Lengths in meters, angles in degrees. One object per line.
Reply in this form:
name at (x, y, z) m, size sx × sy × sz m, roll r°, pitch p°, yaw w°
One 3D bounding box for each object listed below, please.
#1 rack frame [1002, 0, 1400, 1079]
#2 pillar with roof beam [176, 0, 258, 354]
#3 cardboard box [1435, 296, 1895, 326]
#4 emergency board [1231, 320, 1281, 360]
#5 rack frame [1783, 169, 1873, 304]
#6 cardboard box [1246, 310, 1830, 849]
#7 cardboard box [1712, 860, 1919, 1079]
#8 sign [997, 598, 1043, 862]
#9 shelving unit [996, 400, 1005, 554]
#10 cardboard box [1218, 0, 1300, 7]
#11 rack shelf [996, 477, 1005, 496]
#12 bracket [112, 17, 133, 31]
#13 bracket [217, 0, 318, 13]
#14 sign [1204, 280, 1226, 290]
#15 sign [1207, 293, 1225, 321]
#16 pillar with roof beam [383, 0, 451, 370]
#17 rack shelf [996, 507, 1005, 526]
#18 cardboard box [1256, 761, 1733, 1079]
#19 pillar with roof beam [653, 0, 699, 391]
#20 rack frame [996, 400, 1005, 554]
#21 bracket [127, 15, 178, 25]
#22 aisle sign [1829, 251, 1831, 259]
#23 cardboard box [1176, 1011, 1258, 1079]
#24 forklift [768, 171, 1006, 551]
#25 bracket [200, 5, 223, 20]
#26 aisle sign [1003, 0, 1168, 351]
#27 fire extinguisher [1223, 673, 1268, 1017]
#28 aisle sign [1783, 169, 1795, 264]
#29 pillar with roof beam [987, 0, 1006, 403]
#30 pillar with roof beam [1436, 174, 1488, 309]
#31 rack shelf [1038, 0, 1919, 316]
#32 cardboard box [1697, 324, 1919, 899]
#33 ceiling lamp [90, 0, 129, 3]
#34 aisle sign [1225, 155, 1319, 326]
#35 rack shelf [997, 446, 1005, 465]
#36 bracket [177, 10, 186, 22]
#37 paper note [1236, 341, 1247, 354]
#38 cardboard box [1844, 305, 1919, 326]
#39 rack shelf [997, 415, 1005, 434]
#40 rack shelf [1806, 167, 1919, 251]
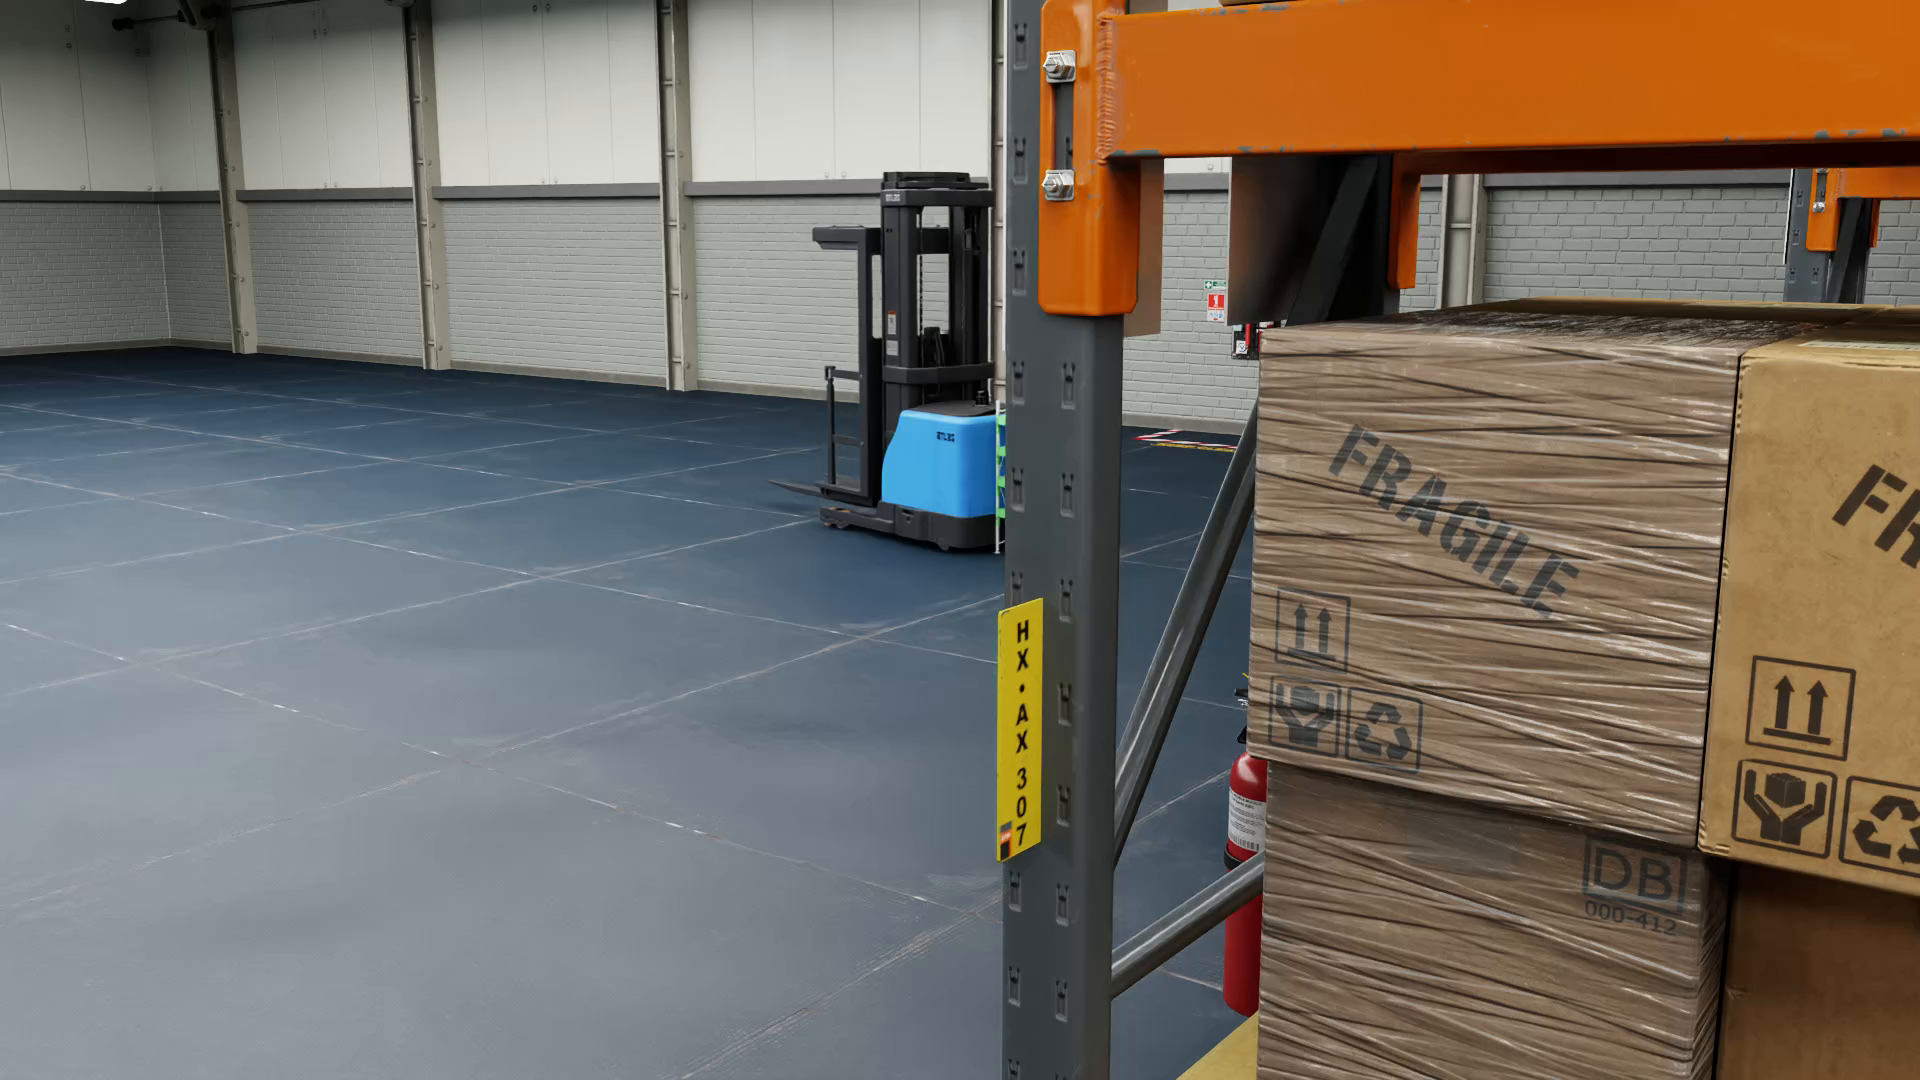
rack frame at (0.397, 0.583, 2.619) m, size 0.053 × 2.616 × 0.949 m, roll 8°, pitch 13°, yaw 36°
pillar with roof beam at (-16.457, -7.405, 28.116) m, size 0.548 × 9.000 × 9.100 m, roll 8°, pitch 13°, yaw 36°
cardboard box at (0.989, -0.080, 2.365) m, size 0.500 × 0.500 × 0.500 m, roll 8°, pitch 13°, yaw 36°
emergency board at (3.466, -2.704, 19.612) m, size 0.643 × 1.169 × 0.194 m, roll 8°, pitch 13°, yaw 36°
rack frame at (3.331, -0.176, 6.541) m, size 0.127 × 3.000 × 1.000 m, roll 8°, pitch 13°, yaw 36°
cardboard box at (0.681, 0.000, 1.954) m, size 0.500 × 0.500 × 0.500 m, roll 8°, pitch 13°, yaw 36°
cardboard box at (1.300, 0.491, 2.047) m, size 0.500 × 0.500 × 0.875 m, roll 8°, pitch 13°, yaw 36°
sign at (0.078, 0.241, 2.110) m, size 0.005 × 0.325 × 0.100 m, roll 8°, pitch 13°, yaw 36°
shelving unit at (0.531, -0.460, 12.751) m, size 0.258 × 1.200 × 0.503 m, roll -9°, pitch 14°, yaw -39°
cardboard box at (0.634, -0.723, 1.867) m, size 0.500 × 0.250 × 0.500 m, roll 8°, pitch 14°, yaw 37°
rack shelf at (0.531, -0.398, 12.763) m, size 0.258 × 0.148 × 0.480 m, roll -9°, pitch 14°, yaw -39°
bracket at (-16.364, -10.090, 32.518) m, size 0.430 × 0.232 × 0.235 m, roll 8°, pitch 13°, yaw 36°
bracket at (-11.708, -9.441, 29.162) m, size 4.783 × 0.066 × 0.076 m, roll 8°, pitch 13°, yaw 36°
sign at (3.080, -3.058, 19.951) m, size 0.331 × 0.109 × 0.001 m, roll 8°, pitch 13°, yaw 36°
sign at (3.081, -2.800, 20.011) m, size 0.234 × 0.329 × 0.001 m, roll 8°, pitch 13°, yaw 36°
pillar with roof beam at (-11.621, -6.731, 24.629) m, size 0.548 × 9.000 × 9.100 m, roll 8°, pitch 13°, yaw 36°
rack shelf at (0.531, -0.162, 12.808) m, size 0.258 × 0.148 × 0.480 m, roll -9°, pitch 14°, yaw -39°
cardboard box at (0.826, 0.453, 2.243) m, size 0.500 × 0.500 × 0.875 m, roll 8°, pitch 13°, yaw 36°
pillar with roof beam at (-6.785, -6.056, 21.142) m, size 0.400 × 9.000 × 9.100 m, roll 8°, pitch 13°, yaw 36°
rack frame at (0.376, -0.496, 12.935) m, size 0.240 × 1.200 × 0.015 m, roll -9°, pitch 14°, yaw -39°
bracket at (-15.888, -10.024, 32.175) m, size 3.189 × 0.066 × 0.076 m, roll 8°, pitch 13°, yaw 36°
aisle sign at (3.449, -1.506, 6.571) m, size 0.004 × 0.787 × 0.394 m, roll 8°, pitch 13°, yaw 36°
cardboard box at (0.488, 0.774, 2.291) m, size 0.250 × 0.149 × 0.380 m, roll 8°, pitch 13°, yaw 36°
forklift at (-0.535, -1.580, 13.981) m, size 1.130 × 2.935 × 3.031 m, roll -9°, pitch 14°, yaw -39°
bracket at (-13.785, -9.731, 30.659) m, size 0.430 × 0.232 × 0.235 m, roll 8°, pitch 13°, yaw 36°
aisle sign at (0.172, -0.655, 2.173) m, size 0.004 × 0.787 × 0.394 m, roll 8°, pitch 13°, yaw 36°
fire extinguisher at (0.580, 0.537, 3.060) m, size 0.183 × 0.674 × 0.296 m, roll 8°, pitch 13°, yaw 36°
aisle sign at (3.099, -1.415, 6.104) m, size 0.004 × 0.787 × 0.394 m, roll 8°, pitch 13°, yaw 36°
pillar with roof beam at (-1.949, -5.382, 17.656) m, size 0.400 × 9.000 × 9.100 m, roll 8°, pitch 13°, yaw 36°
pillar with roof beam at (2.887, -4.707, 14.169) m, size 0.400 × 9.000 × 9.100 m, roll 8°, pitch 13°, yaw 36°
rack shelf at (2.011, -0.312, 1.243) m, size 4.000 × 0.370 × 1.077 m, roll 8°, pitch 13°, yaw 36°
cardboard box at (1.080, 0.057, 1.658) m, size 0.500 × 0.500 × 0.500 m, roll 8°, pitch 13°, yaw 36°
ceiling lamp at (-13.731, -9.736, 24.797) m, size 0.800 × 3.185 × 2.000 m, roll 8°, pitch 13°, yaw 36°
aisle sign at (0.527, -0.747, 2.648) m, size 0.004 × 0.787 × 0.394 m, roll 8°, pitch 13°, yaw 36°
rack shelf at (0.531, -0.633, 12.717) m, size 0.258 × 0.148 × 0.480 m, roll -9°, pitch 14°, yaw -39°
bracket at (-14.454, -9.824, 31.141) m, size 0.430 × 0.232 × 0.235 m, roll 8°, pitch 13°, yaw 36°
paper note at (3.364, -2.302, 19.853) m, size 0.142 × 0.148 × 0.016 m, roll 8°, pitch 13°, yaw 36°
cardboard box at (1.395, -0.024, 2.079) m, size 0.500 × 0.500 × 0.500 m, roll 8°, pitch 13°, yaw 36°
rack shelf at (0.531, -0.869, 12.672) m, size 0.258 × 0.148 × 0.480 m, roll -9°, pitch 14°, yaw -39°
rack shelf at (4.943, -1.070, 5.162) m, size 4.000 × 0.370 × 1.077 m, roll 8°, pitch 13°, yaw 36°
